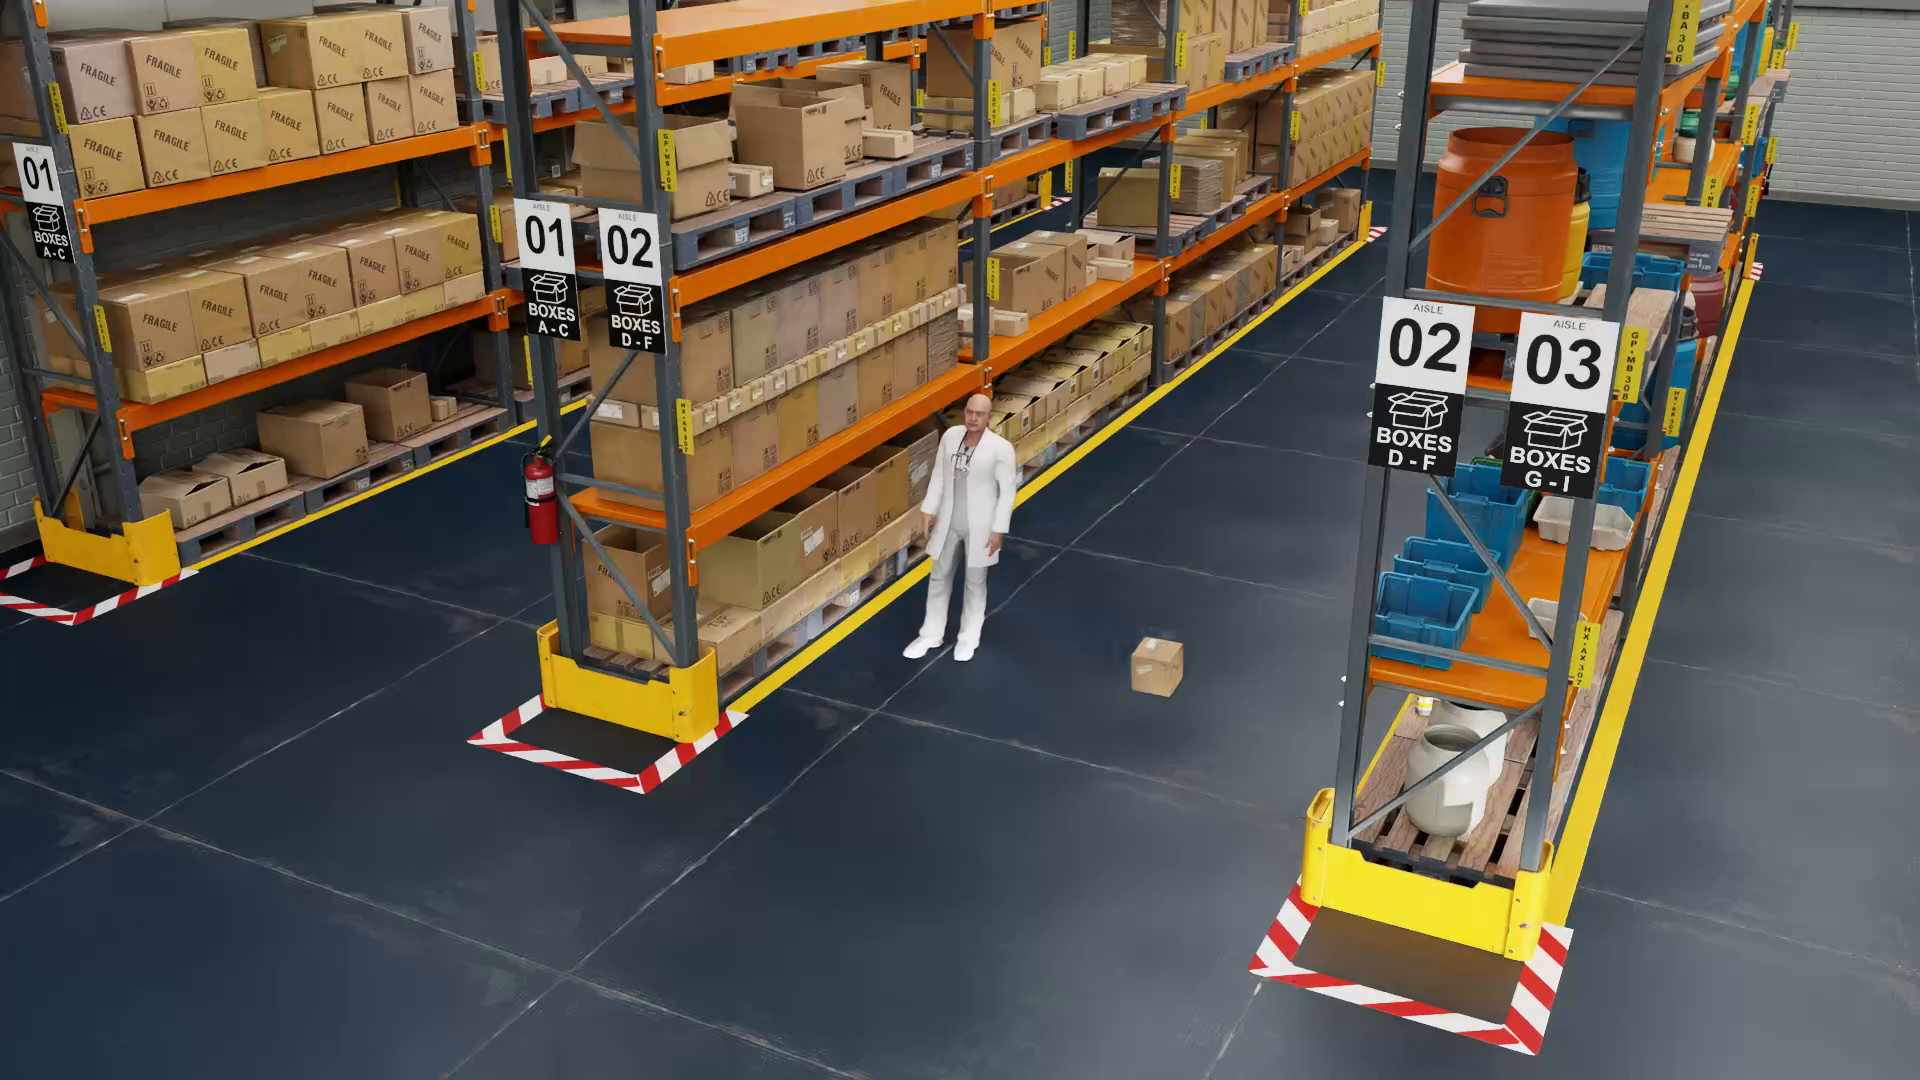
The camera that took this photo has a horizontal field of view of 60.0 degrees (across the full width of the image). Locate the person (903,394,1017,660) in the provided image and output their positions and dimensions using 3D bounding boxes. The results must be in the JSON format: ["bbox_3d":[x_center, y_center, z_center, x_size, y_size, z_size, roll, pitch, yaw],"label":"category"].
[{"bbox_3d":[0.011,-0.064,10.917,0.645,1.776,0.580,11,25,25],"label":"person"}]
